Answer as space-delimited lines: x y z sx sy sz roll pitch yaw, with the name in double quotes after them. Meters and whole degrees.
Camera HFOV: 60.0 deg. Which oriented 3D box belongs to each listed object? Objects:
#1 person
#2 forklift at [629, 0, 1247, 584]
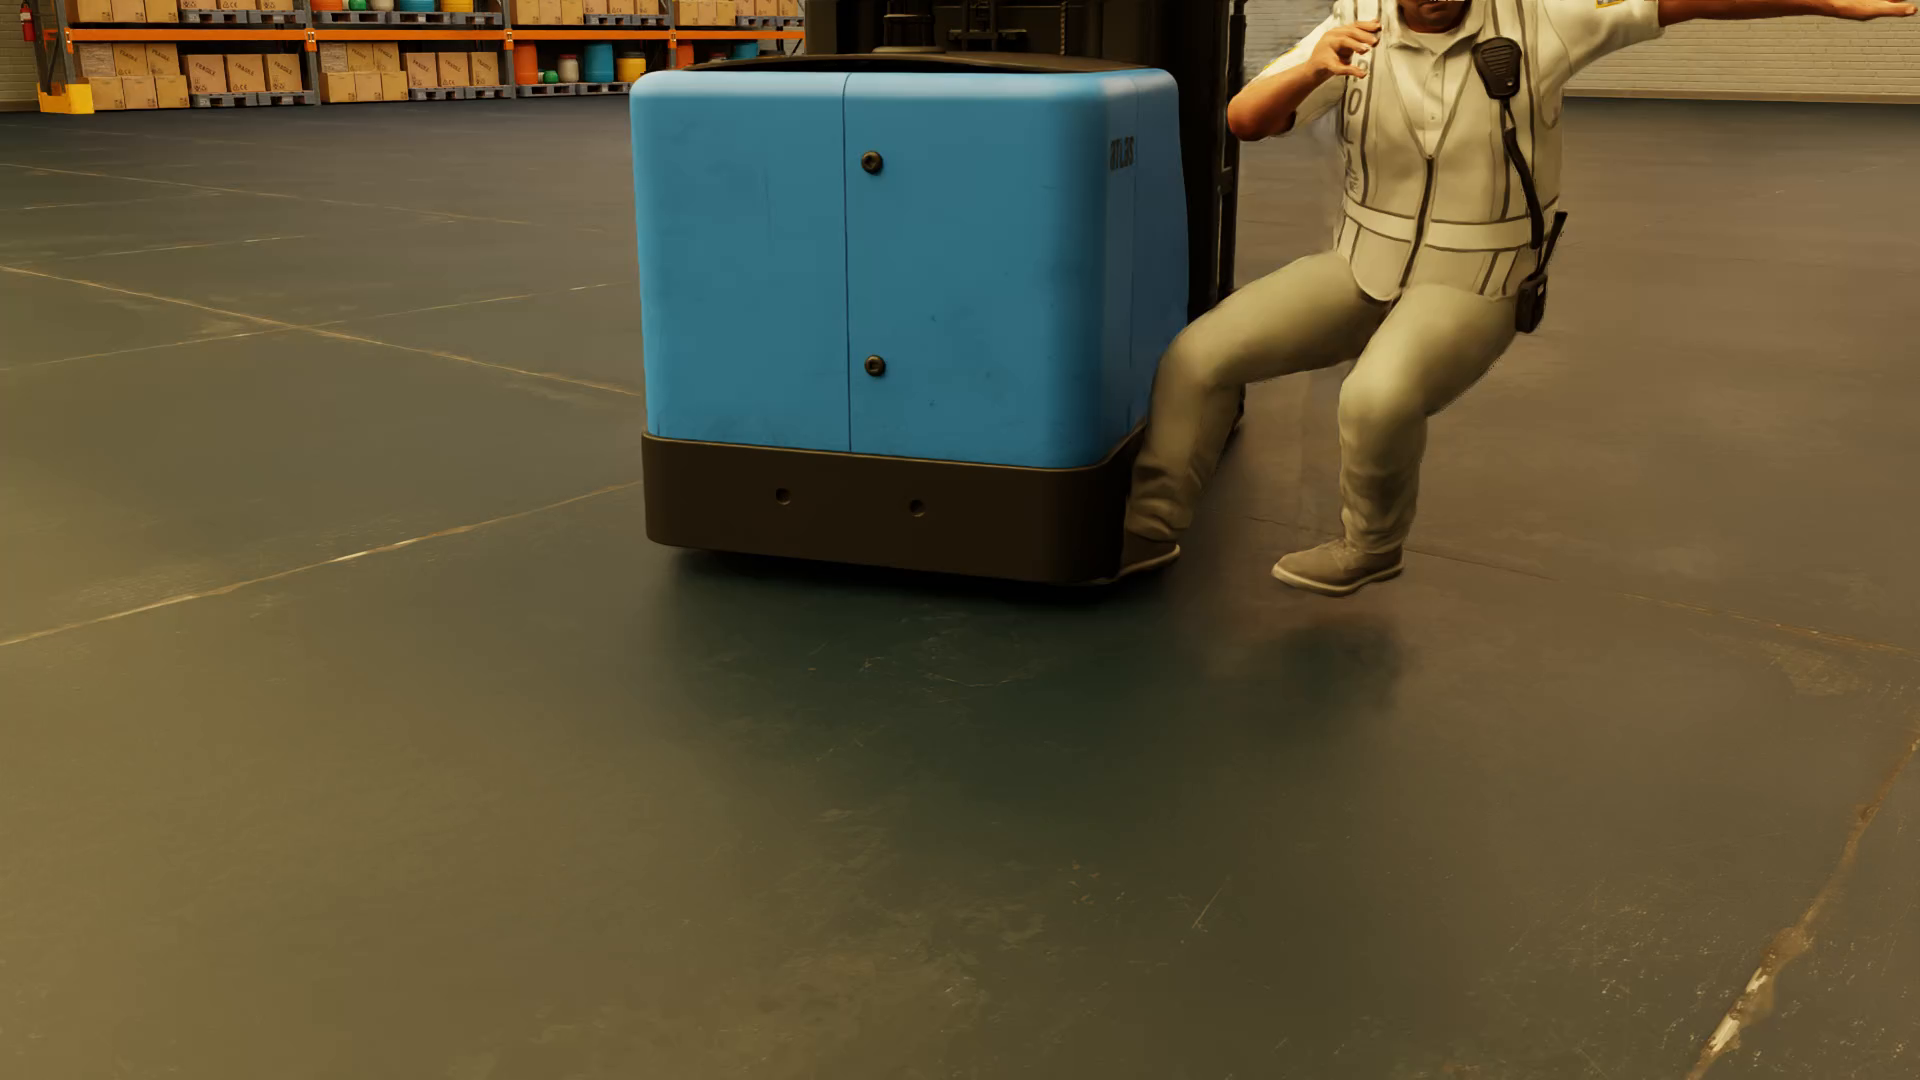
0.935 -0.518 3.195 1.587 1.464 0.798 10 20 30 "person"
0.232 -1.701 4.498 1.130 2.935 3.031 5 18 17 "forklift"
